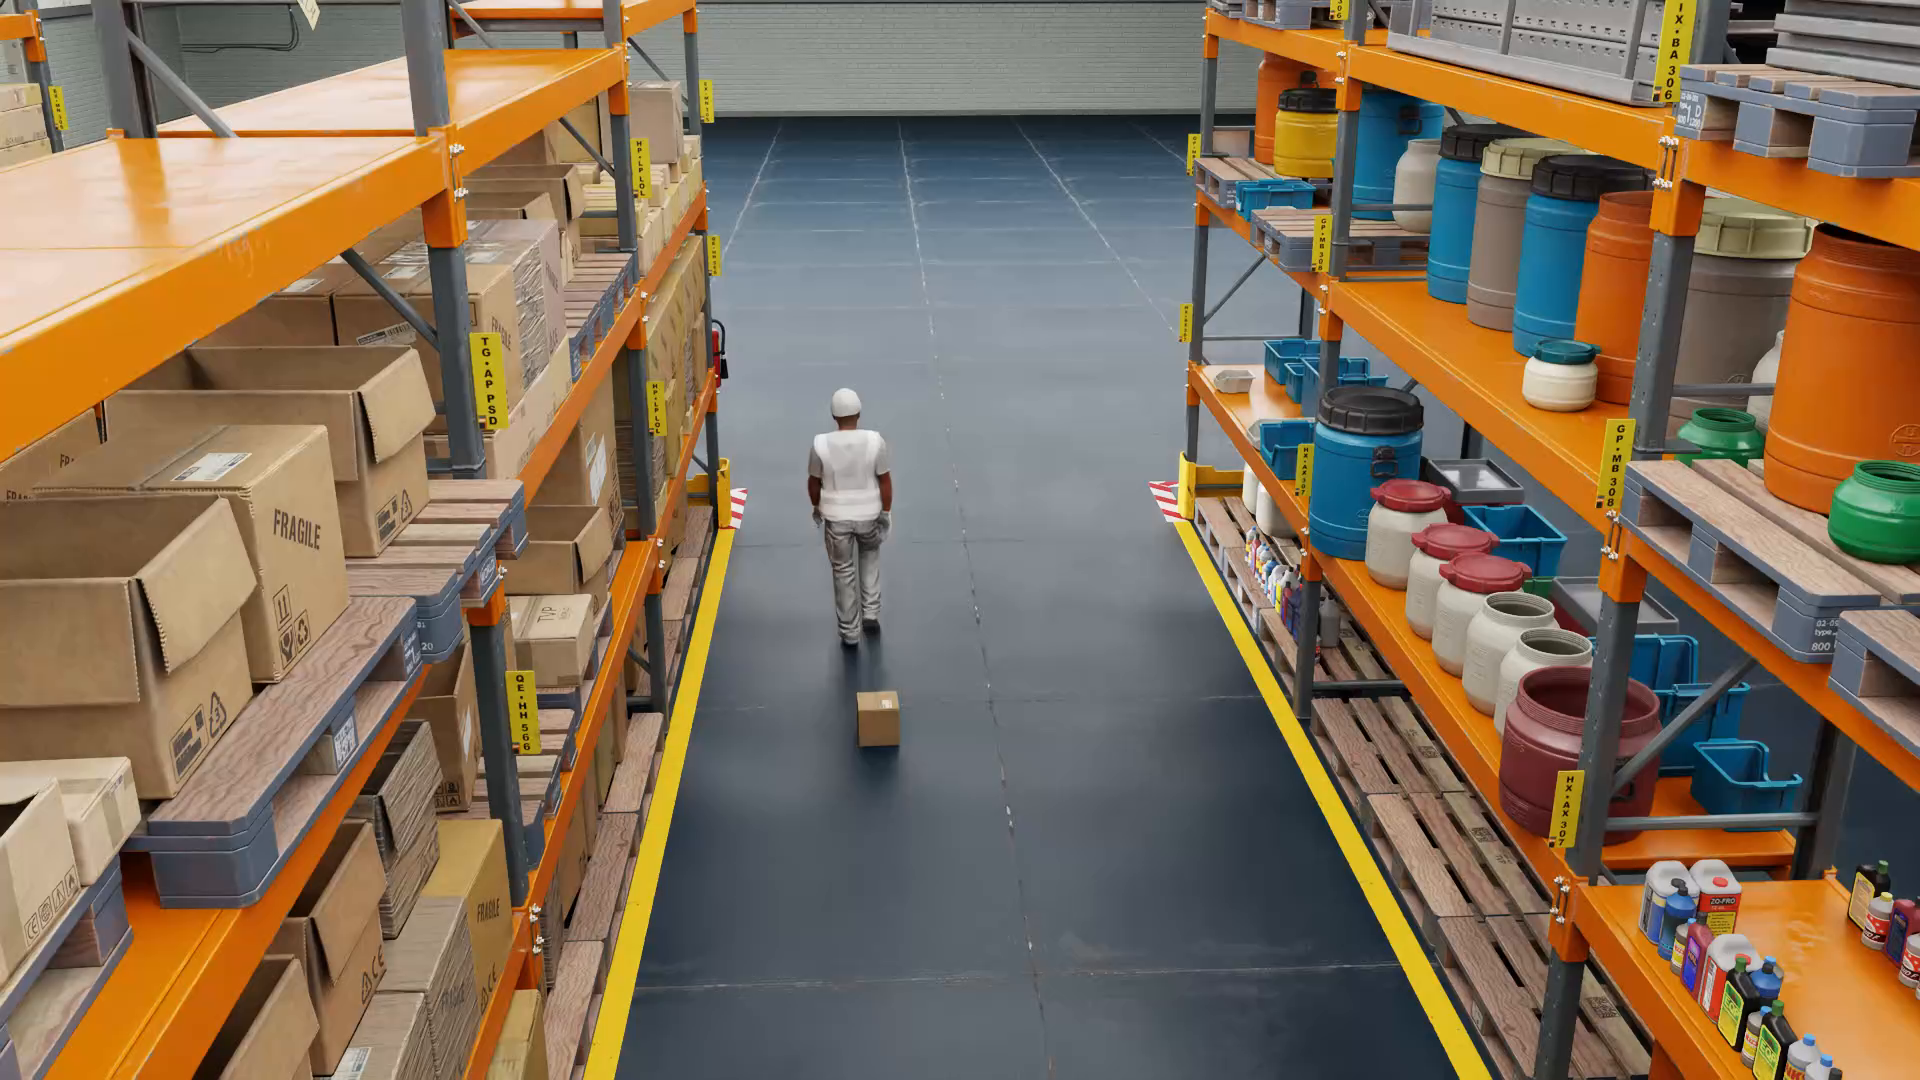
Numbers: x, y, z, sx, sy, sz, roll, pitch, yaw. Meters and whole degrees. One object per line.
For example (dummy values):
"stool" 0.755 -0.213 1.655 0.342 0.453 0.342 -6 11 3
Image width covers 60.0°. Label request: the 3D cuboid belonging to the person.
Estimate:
"person" -0.758 -0.154 11.485 0.564 1.842 0.526 -3 20 -9
